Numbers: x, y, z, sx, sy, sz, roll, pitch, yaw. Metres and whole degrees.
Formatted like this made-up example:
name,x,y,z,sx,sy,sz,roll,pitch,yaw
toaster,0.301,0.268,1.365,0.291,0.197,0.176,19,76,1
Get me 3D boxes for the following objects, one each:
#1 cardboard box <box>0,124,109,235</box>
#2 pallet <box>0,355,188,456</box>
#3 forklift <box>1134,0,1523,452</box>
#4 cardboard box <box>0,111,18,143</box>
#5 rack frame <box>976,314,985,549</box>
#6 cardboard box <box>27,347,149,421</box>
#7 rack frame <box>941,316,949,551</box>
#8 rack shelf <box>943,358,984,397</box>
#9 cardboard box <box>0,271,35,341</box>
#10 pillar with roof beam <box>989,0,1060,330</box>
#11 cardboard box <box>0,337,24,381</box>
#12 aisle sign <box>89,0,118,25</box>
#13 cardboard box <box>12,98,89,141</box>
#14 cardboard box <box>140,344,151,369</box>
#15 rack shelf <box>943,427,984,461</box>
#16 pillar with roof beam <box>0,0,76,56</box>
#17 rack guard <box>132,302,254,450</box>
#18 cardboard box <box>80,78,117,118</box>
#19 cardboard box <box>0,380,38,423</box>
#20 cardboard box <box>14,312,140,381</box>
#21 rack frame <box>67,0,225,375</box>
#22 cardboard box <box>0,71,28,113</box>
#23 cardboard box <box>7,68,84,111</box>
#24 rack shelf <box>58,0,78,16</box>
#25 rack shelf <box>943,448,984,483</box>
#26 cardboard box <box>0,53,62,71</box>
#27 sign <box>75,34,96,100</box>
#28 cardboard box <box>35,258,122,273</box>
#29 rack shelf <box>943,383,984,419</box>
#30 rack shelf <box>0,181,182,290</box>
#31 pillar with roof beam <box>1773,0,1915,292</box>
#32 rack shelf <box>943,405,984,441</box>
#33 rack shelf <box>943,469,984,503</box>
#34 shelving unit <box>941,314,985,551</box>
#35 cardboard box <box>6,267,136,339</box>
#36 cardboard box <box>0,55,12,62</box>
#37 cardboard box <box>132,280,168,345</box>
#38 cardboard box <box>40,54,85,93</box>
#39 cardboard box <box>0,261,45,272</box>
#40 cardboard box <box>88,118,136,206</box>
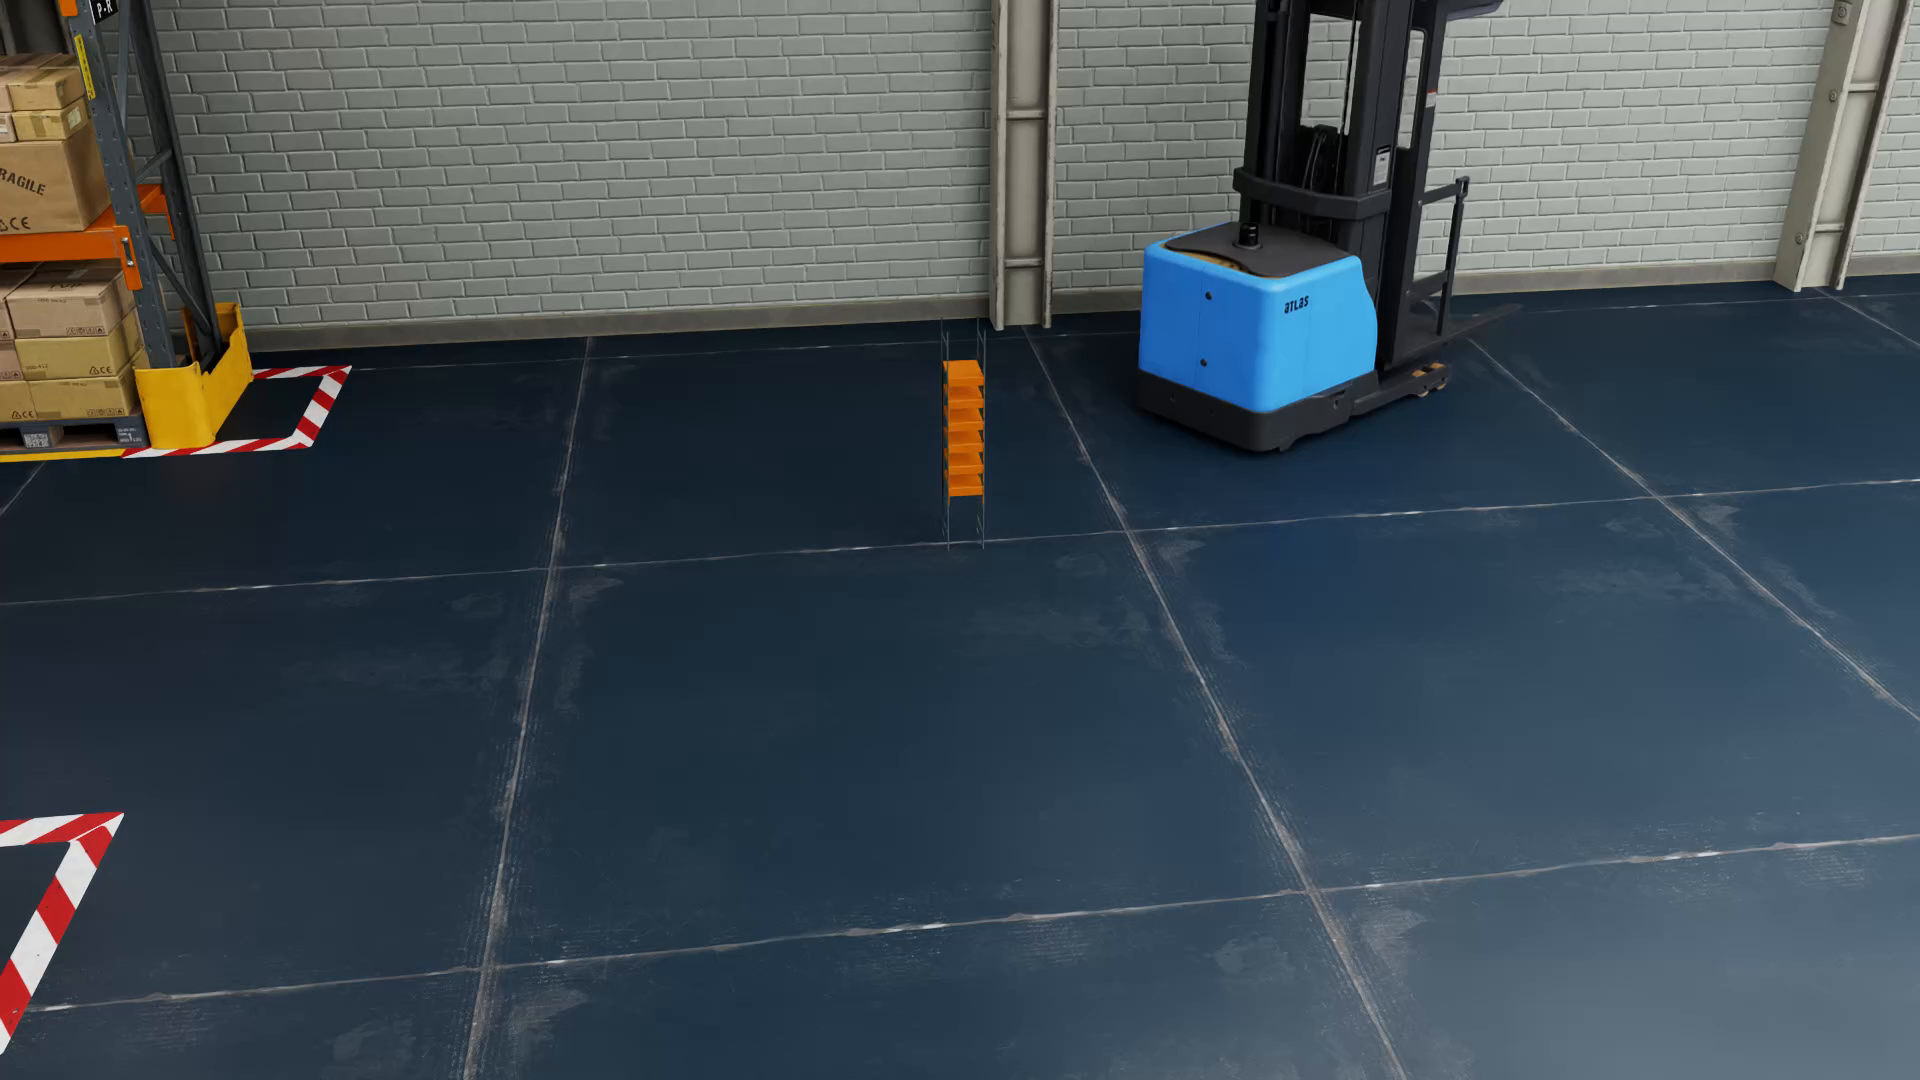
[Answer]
name,x,y,z,sx,sy,sz,roll,pitch,yaw
cardboard box,-5.155,-2.029,9.308,0.500,0.500,0.500,-4,27,-8
pallet,-5.455,-0.826,10.128,1.213,0.211,1.003,-4,27,-7
forklift,2.508,-2.367,10.153,3.031,2.935,1.130,-22,34,-36
cardboard box,-5.257,-2.289,9.105,0.250,0.149,0.380,-3,27,-6
rack frame,0.105,-0.541,8.489,0.006,1.200,0.240,-4,27,-7
cardboard box,-5.125,-0.925,9.819,0.500,0.250,0.500,-3,27,-7
rack frame,-0.076,-0.529,8.467,0.006,1.200,0.240,-4,27,-7
rack shelf,0.014,-0.816,8.334,0.180,0.103,0.258,-4,27,-7
cardboard box,-5.621,-1.337,9.527,0.500,0.250,0.500,-3,27,-6
pillar with roof beam,1.022,-3.602,5.913,0.400,9.000,9.100,-4,27,-7
cardboard box,-5.641,-1.121,9.653,0.500,0.250,0.500,-4,27,-8
aisle sign,-4.598,-3.162,8.780,0.004,0.787,0.394,-4,27,-7
cardboard box,-5.008,-2.319,9.163,0.250,0.149,0.380,-3,27,-6
cardboard box,-5.218,-1.155,10.267,0.500,0.250,0.500,-4,27,-7
rack shelf,0.014,-0.495,8.498,0.180,0.103,0.258,-4,27,-7
pillar with roof beam,-4.919,-3.220,5.169,0.400,9.000,9.100,-4,27,-7
rack guard,-4.680,-1.024,10.197,0.348,0.500,1.175,-4,27,-7
cardboard box,-5.076,-2.563,9.639,0.250,0.149,0.380,-4,27,-8
cardboard box,-5.619,-0.898,9.766,0.500,0.250,0.500,-4,27,-7
cardboard box,-5.142,-1.148,9.706,0.500,0.250,0.500,-4,27,-8
rack frame,-4.704,-2.134,9.624,0.127,3.000,1.000,-4,27,-7
cardboard box,-5.269,-2.452,9.097,0.250,0.149,0.380,-4,27,-7
cardboard box,-5.029,-2.482,9.155,0.250,0.149,0.380,-4,27,-7
rack shelf,-6.685,-3.021,8.855,4.000,0.370,1.077,-4,27,-7
rack shelf,0.014,-0.388,8.553,0.180,0.103,0.258,-4,27,-7
cardboard box,-5.338,-2.686,9.554,0.250,0.149,0.380,-3,27,-5
sign,-4.642,-2.509,8.825,0.005,0.325,0.100,-4,27,-7
cardboard box,-5.206,-1.598,10.034,0.500,0.250,0.500,-4,27,-8
rack shelf,0.014,-0.709,8.389,0.180,0.103,0.258,-4,27,-7
rack shelf,-6.685,-1.687,9.540,4.000,0.370,1.077,-4,27,-7
pillar with roof beam,6.964,-3.984,6.656,0.400,9.000,9.100,-4,27,-7
rack shelf,0.014,-0.602,8.443,0.180,0.103,0.258,-4,27,-7
rack shelf,0.014,-0.282,8.608,0.180,0.103,0.258,-4,27,-7
shelving unit,0.014,-0.535,8.478,0.189,1.200,0.258,-4,27,-7
cardboard box,-5.117,-1.372,9.595,0.500,0.250,0.500,-3,27,-5
cardboard box,-5.590,-2.650,9.483,0.250,0.149,0.380,-3,27,-6
cardboard box,-5.199,-1.384,10.166,0.500,0.250,0.500,-3,27,-6
cardboard box,-5.066,-2.675,9.531,0.250,0.149,0.380,-4,27,-8
cardboard box,-5.701,-1.564,9.969,0.500,0.250,0.500,-4,27,-7
cardboard box,-5.233,-2.273,9.784,0.500,0.500,0.500,-3,27,-5
